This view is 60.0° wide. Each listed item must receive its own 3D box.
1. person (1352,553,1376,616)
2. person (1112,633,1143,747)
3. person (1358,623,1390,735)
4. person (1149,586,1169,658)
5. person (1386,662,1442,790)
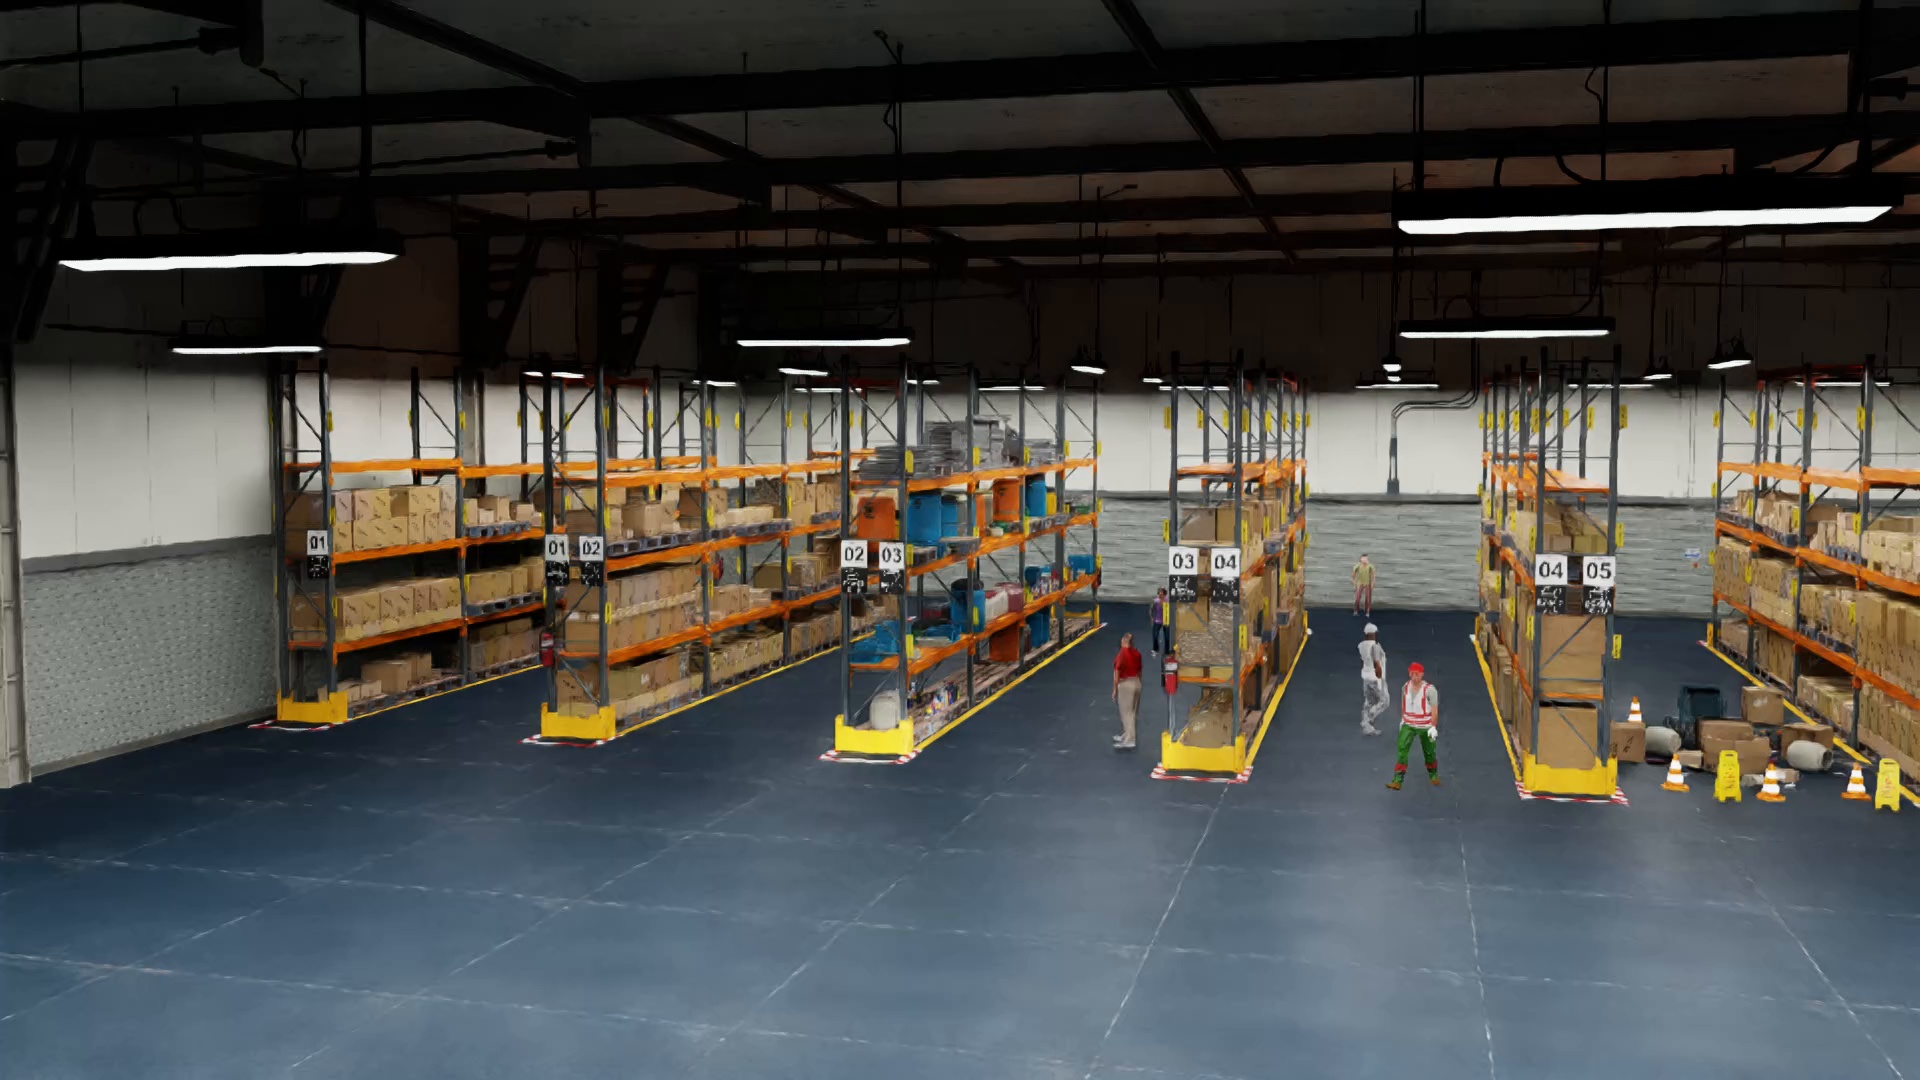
[{"bbox_3d":[10.335,1.141,42.563,0.598,1.618,0.507,1,4,13],"label":"person"},{"bbox_3d":[2.549,2.286,25.610,0.580,1.721,0.655,4,6,43],"label":"person"},{"bbox_3d":[6.540,2.211,26.418,0.447,1.780,0.600,-1,4,-14],"label":"person"},{"bbox_3d":[4.253,1.720,35.043,0.566,1.541,0.519,1,4,12],"label":"person"},{"bbox_3d":[6.187,2.514,22.553,0.593,1.744,0.964,3,5,38],"label":"person"}]
